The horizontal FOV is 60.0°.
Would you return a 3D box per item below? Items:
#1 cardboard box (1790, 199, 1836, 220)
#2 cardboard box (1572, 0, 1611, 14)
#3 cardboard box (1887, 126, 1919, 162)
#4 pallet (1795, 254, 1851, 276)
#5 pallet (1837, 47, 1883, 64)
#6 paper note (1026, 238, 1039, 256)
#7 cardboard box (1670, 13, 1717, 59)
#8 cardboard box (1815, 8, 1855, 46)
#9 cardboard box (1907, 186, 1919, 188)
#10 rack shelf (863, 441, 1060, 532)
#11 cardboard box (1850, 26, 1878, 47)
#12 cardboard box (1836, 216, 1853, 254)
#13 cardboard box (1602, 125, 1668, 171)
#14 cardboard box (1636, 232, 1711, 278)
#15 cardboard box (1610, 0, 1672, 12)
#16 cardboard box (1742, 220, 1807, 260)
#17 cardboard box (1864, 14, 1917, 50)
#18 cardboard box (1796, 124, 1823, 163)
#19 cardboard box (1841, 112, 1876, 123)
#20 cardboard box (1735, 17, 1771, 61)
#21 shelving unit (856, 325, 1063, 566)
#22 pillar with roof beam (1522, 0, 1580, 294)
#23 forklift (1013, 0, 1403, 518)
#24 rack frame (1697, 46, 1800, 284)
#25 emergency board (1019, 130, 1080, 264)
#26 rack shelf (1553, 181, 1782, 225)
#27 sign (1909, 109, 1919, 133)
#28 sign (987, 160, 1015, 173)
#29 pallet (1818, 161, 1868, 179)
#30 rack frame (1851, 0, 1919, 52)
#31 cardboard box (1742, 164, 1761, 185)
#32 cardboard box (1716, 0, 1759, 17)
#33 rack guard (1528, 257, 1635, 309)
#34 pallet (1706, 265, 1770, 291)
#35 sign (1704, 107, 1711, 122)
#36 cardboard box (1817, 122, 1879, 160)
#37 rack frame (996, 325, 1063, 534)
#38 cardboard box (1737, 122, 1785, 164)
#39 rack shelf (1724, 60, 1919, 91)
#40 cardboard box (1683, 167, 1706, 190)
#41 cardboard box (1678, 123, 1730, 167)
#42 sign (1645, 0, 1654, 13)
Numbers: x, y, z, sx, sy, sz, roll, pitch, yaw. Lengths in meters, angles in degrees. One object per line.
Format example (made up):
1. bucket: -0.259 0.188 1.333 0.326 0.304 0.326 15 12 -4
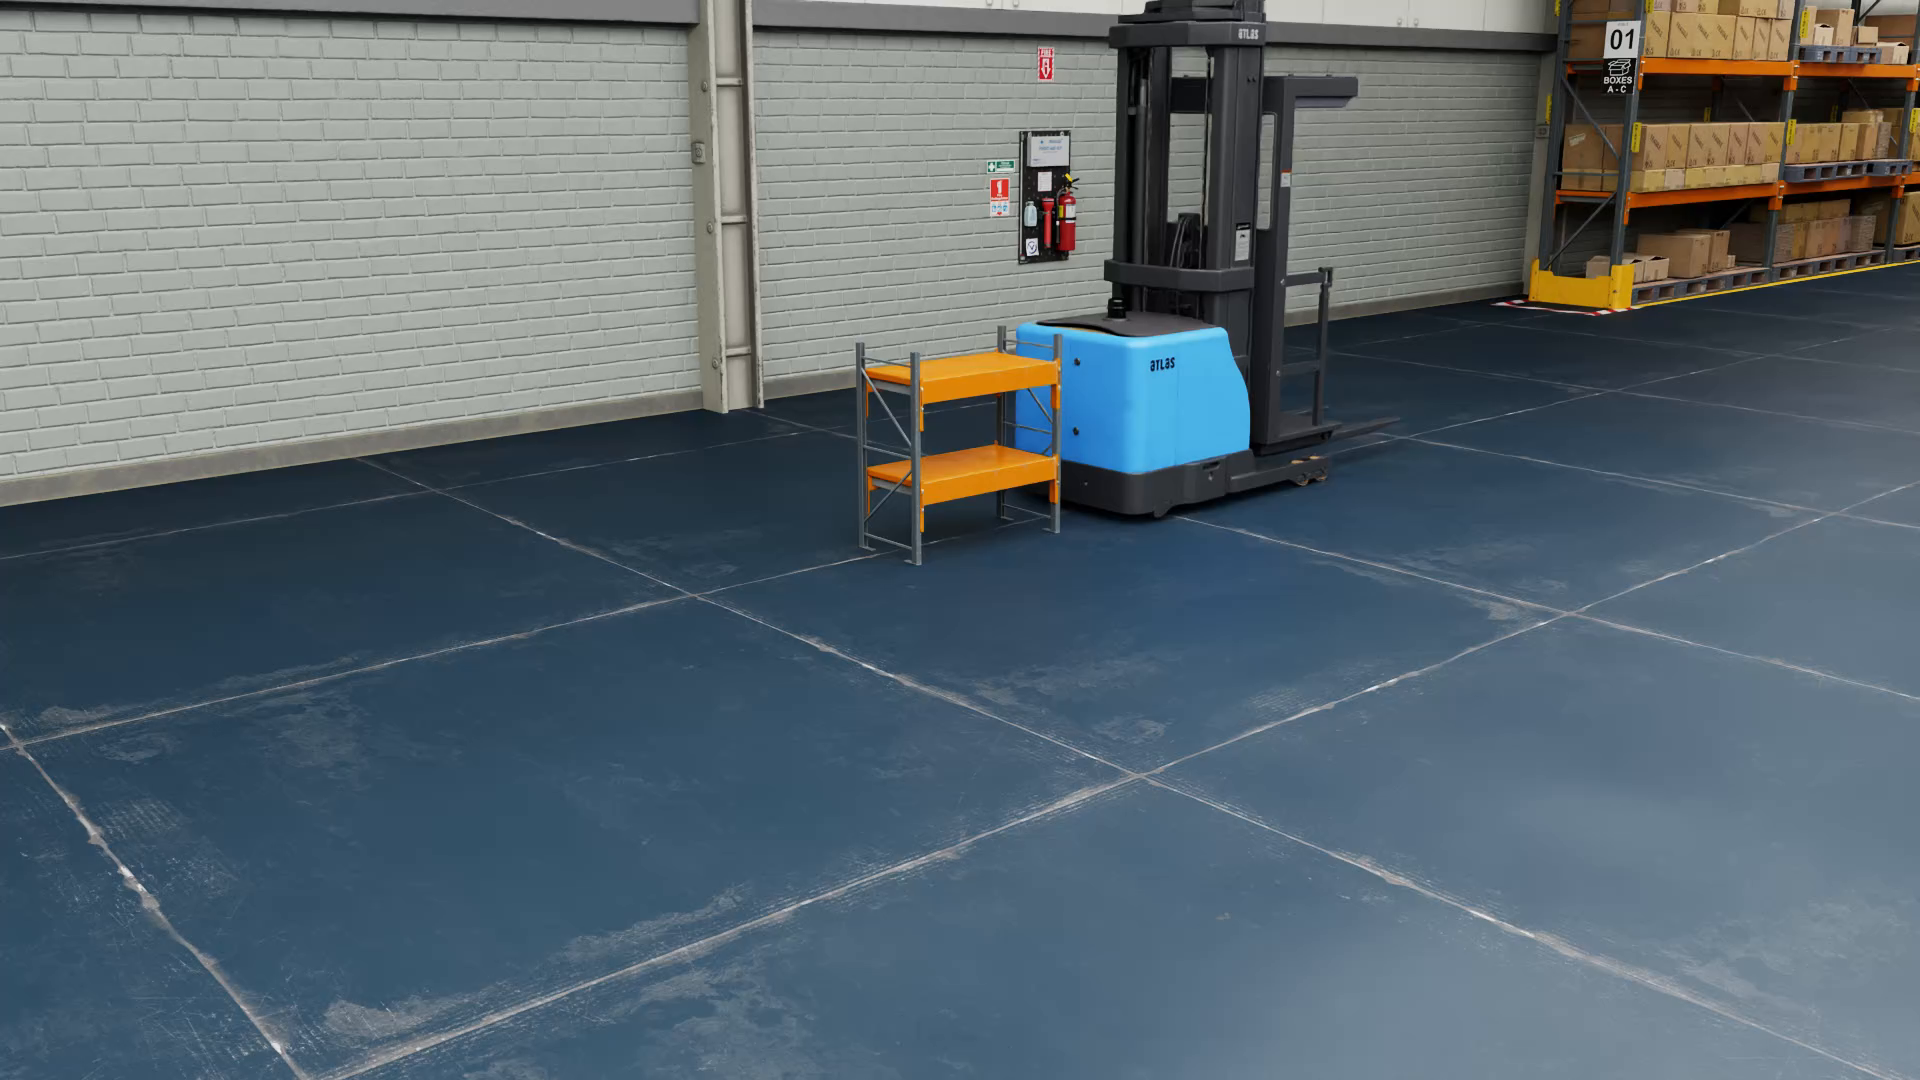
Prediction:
1. cardboard box: 11.963 -4.662 23.430 0.500 0.250 0.500 -13 20 -40
2. cardboard box: 7.446 -6.359 19.260 0.500 0.500 0.500 -12 19 -37
3. cardboard box: 13.862 -5.834 24.469 0.500 0.500 0.500 -12 19 -38
4. pallet: 11.817 -3.915 23.497 1.213 0.211 1.003 -13 19 -39
5. pallet: 11.626 -6.541 22.475 1.003 0.211 1.213 -13 19 -39
6. paper note: 0.659 -2.662 15.109 0.142 0.148 0.016 -13 19 -39
7. cardboard box: 8.527 -5.932 19.601 0.500 0.500 0.500 -12 19 -37
8. cardboard box: 11.706 -6.908 22.481 0.500 0.500 0.500 -14 20 -41
9. cardboard box: 15.272 -5.155 26.088 0.750 0.750 0.750 -12 19 -38
10. rack shelf: 0.005 -0.308 9.172 1.000 0.278 0.538 -13 19 -39
11. cardboard box: 12.289 -6.907 23.243 0.637 0.503 0.797 -9 18 -32
12. cardboard box: 12.354 -4.408 23.930 0.500 0.500 0.700 -13 20 -39
13. cardboard box: 7.850 -4.566 19.331 0.500 0.500 0.500 -13 19 -39
14. cardboard box: 8.890 -3.560 20.757 0.500 0.500 0.700 -14 21 -43
15. cardboard box: 7.743 -6.253 18.863 0.500 0.500 0.500 14 21 43
16. cardboard box: 11.211 -4.152 22.973 0.500 0.500 0.700 -13 20 -40
17. cardboard box: 13.649 -7.401 24.288 0.700 0.500 0.500 14 21 43
18. cardboard box: 11.143 -5.356 22.442 0.500 0.500 0.700 -10 18 -34
19. cardboard box: 12.854 -6.052 23.792 0.380 0.149 0.250 12 19 38
20. cardboard box: 9.702 -6.212 20.650 0.500 0.500 0.500 14 20 42
21. shelving unit: 0.005 -0.545 9.109 1.048 1.125 0.538 -13 19 -39
22. pillar with roof beam: 10.079 -6.592 16.490 0.400 9.000 9.100 -13 19 -39
23. forklift: 1.743 -1.844 10.473 3.031 2.935 1.130 -13 20 -41
24. rack frame: 10.310 -4.922 21.864 0.127 3.000 1.000 -13 19 -39
25. emergency board: 0.837 -3.104 15.057 0.643 1.169 0.194 -13 19 -39
26. rack shelf: 8.801 -4.236 20.689 4.000 0.370 1.077 -13 19 -39
27. sign: 13.691 -6.017 23.872 0.005 0.325 0.100 -13 19 -39
28. sign: 0.362 -3.302 14.705 0.331 0.109 0.001 -13 19 -39
29. pallet: 11.861 -5.164 23.141 1.213 0.211 1.003 -13 19 -39
30. rack frame: 13.328 -8.498 23.627 0.127 3.000 1.000 -13 19 -39
31. cardboard box: 9.771 -4.637 21.050 0.500 0.250 0.500 -13 19 -39
32. cardboard box: 9.317 -6.589 20.123 0.500 0.500 0.500 -14 20 -41
33. rack guard: 7.350 -3.050 19.698 0.348 0.500 1.175 -13 19 -39
34. pallet: 9.827 -3.454 21.772 1.213 0.211 1.003 -13 19 -39
35. sign: 9.943 -5.589 22.117 0.005 0.325 0.100 -13 19 -39
36. cardboard box: 12.576 -5.679 23.652 0.700 0.500 0.500 14 20 42
37. rack frame: 0.389 -0.631 9.432 0.032 1.125 0.500 -13 19 -39
38. cardboard box: 10.157 -5.081 21.259 0.500 0.500 0.500 -13 20 -39
39. rack shelf: 11.819 -6.362 22.838 4.000 0.370 1.077 -13 19 -39
40. cardboard box: 8.640 -4.378 20.081 0.500 0.250 0.500 -13 20 -40
41. cardboard box: 9.005 -4.824 20.296 0.500 0.500 0.500 -12 19 -38
42. sign: 7.649 -6.010 18.432 0.005 0.325 0.100 -13 19 -39
